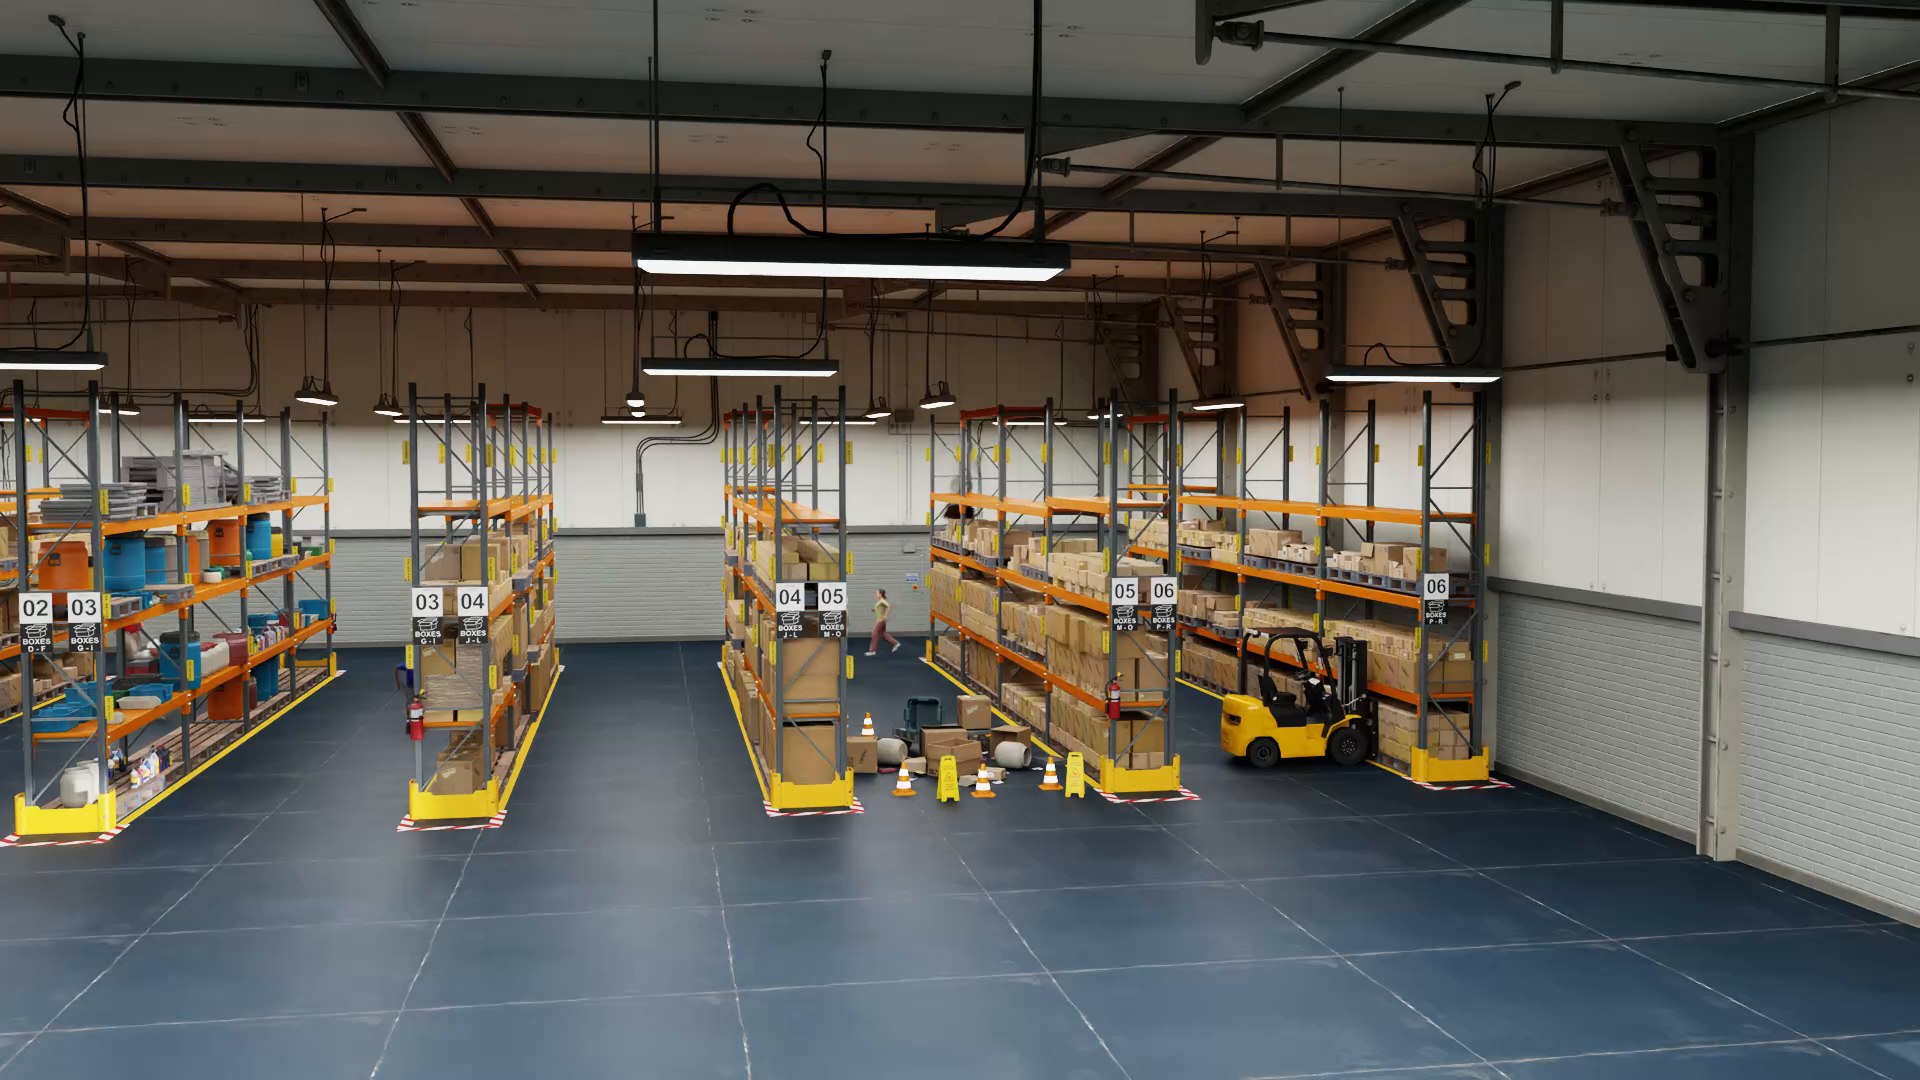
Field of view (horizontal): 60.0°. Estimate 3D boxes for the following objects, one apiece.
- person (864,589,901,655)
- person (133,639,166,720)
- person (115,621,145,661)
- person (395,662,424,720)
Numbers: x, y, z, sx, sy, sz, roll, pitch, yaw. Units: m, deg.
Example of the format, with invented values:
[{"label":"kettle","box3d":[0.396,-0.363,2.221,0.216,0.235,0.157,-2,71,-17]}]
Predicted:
[{"label":"person","box3d":[-1.937,2.042,41.525,0.922,1.664,0.586,0,3,-5]},{"label":"person","box3d":[-15.127,2.624,31.182,0.684,1.598,0.858,-1,3,-21]},{"label":"person","box3d":[-18.857,2.240,37.833,0.875,1.719,0.701,1,3,23]},{"label":"person","box3d":[-9.913,2.744,30.142,0.596,1.480,0.783,-2,3,-29]}]
